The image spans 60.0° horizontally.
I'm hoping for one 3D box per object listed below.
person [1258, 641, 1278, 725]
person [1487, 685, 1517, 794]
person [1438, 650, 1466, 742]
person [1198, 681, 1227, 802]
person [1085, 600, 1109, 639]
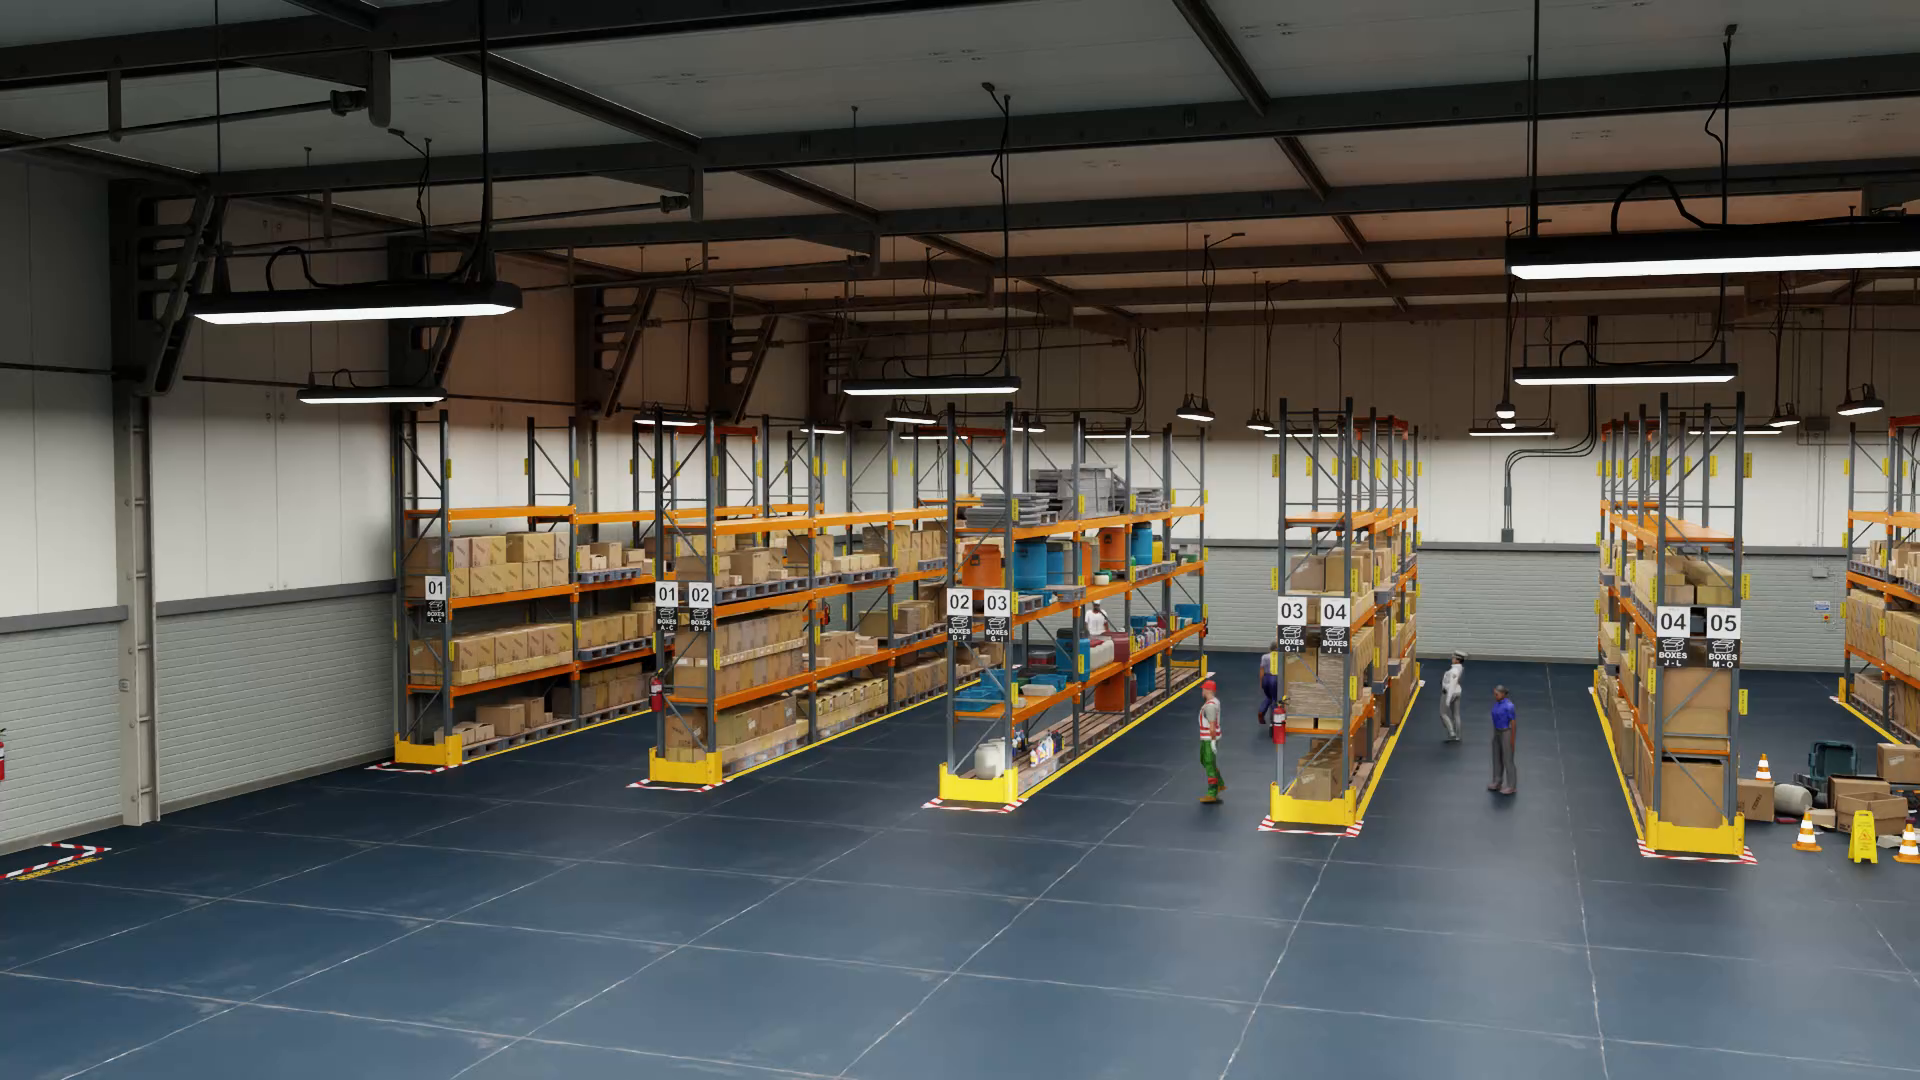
[{"bbox_3d":[6.067,2.784,32.296,0.476,1.639,0.480,-2,3,-37],"label":"person"},{"bbox_3d":[8.410,3.071,25.774,0.365,1.655,0.547,-1,2,-12],"label":"person"},{"bbox_3d":[9.013,2.862,30.485,0.503,1.693,0.563,2,3,42],"label":"person"},{"bbox_3d":[3.798,3.015,25.049,0.410,1.794,0.599,1,3,15],"label":"person"},{"bbox_3d":[3.386,2.353,41.423,0.689,1.775,0.421,0,2,-6],"label":"person"}]
